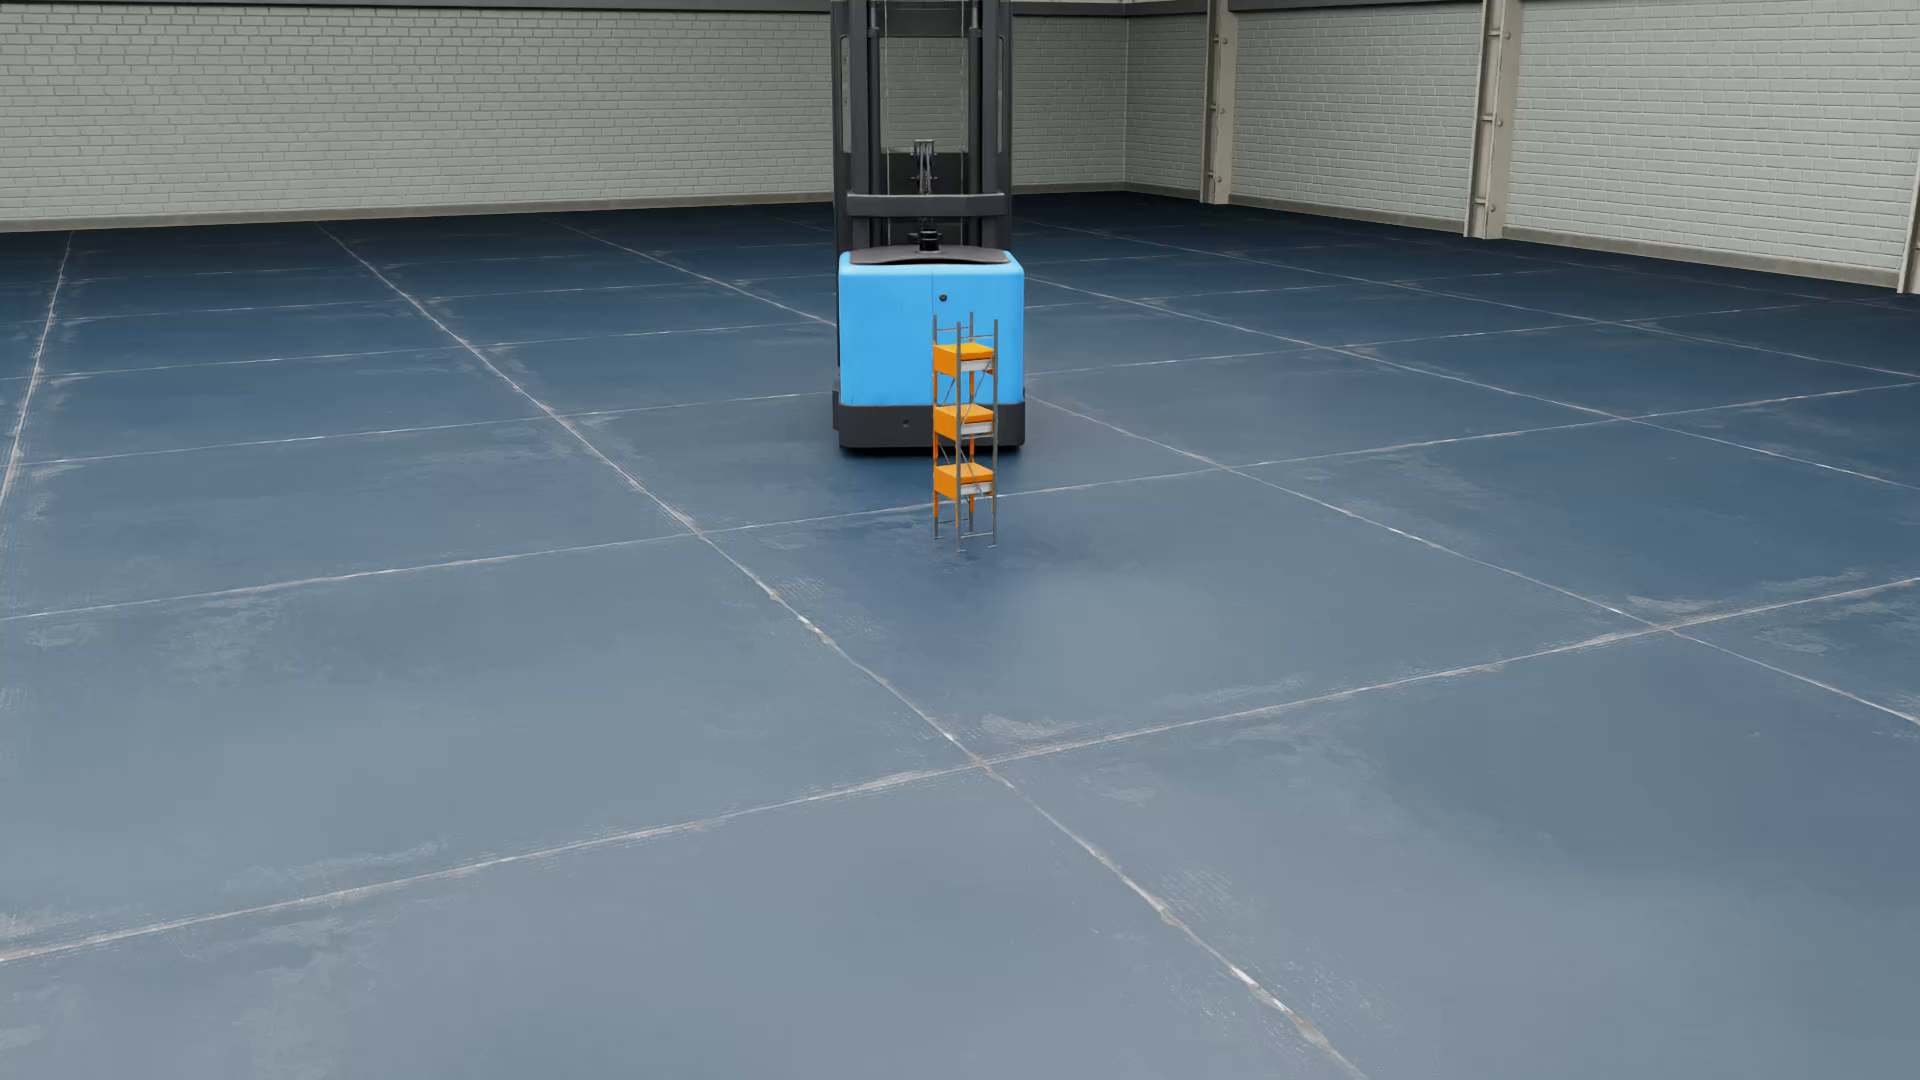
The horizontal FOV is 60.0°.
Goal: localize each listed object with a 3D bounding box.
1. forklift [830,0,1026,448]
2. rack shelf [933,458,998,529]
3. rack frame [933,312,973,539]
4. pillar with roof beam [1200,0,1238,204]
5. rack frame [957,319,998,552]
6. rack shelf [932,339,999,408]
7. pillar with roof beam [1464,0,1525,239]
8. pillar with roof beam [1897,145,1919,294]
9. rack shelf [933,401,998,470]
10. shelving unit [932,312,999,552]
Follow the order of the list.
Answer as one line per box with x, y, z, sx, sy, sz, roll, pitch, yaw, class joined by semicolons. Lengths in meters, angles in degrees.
-0.244;-2.277;10.370;1.130;2.935;3.031;-1;16;-3;forklift
0.023;-0.214;7.639;0.215;0.259;0.240;-8;18;-25;rack shelf
-0.030;-0.522;7.665;0.200;1.050;0.008;-8;18;-25;rack frame
0.171;-9.150;23.321;9.100;9.000;0.400;-8;18;-25;pillar with roof beam
0.077;-0.461;7.454;0.200;1.050;0.008;-8;18;-25;rack frame
0.023;-0.754;7.484;0.215;0.259;0.240;-8;18;-25;rack shelf
2.800;-7.662;18.137;9.100;9.000;0.400;-8;18;-25;pillar with roof beam
5.428;-6.174;12.952;9.100;9.000;0.400;-8;18;-25;pillar with roof beam
0.023;-0.481;7.563;0.215;0.259;0.240;-8;18;-25;rack shelf
0.023;-0.491;7.560;0.215;1.050;0.252;-8;18;-25;shelving unit
